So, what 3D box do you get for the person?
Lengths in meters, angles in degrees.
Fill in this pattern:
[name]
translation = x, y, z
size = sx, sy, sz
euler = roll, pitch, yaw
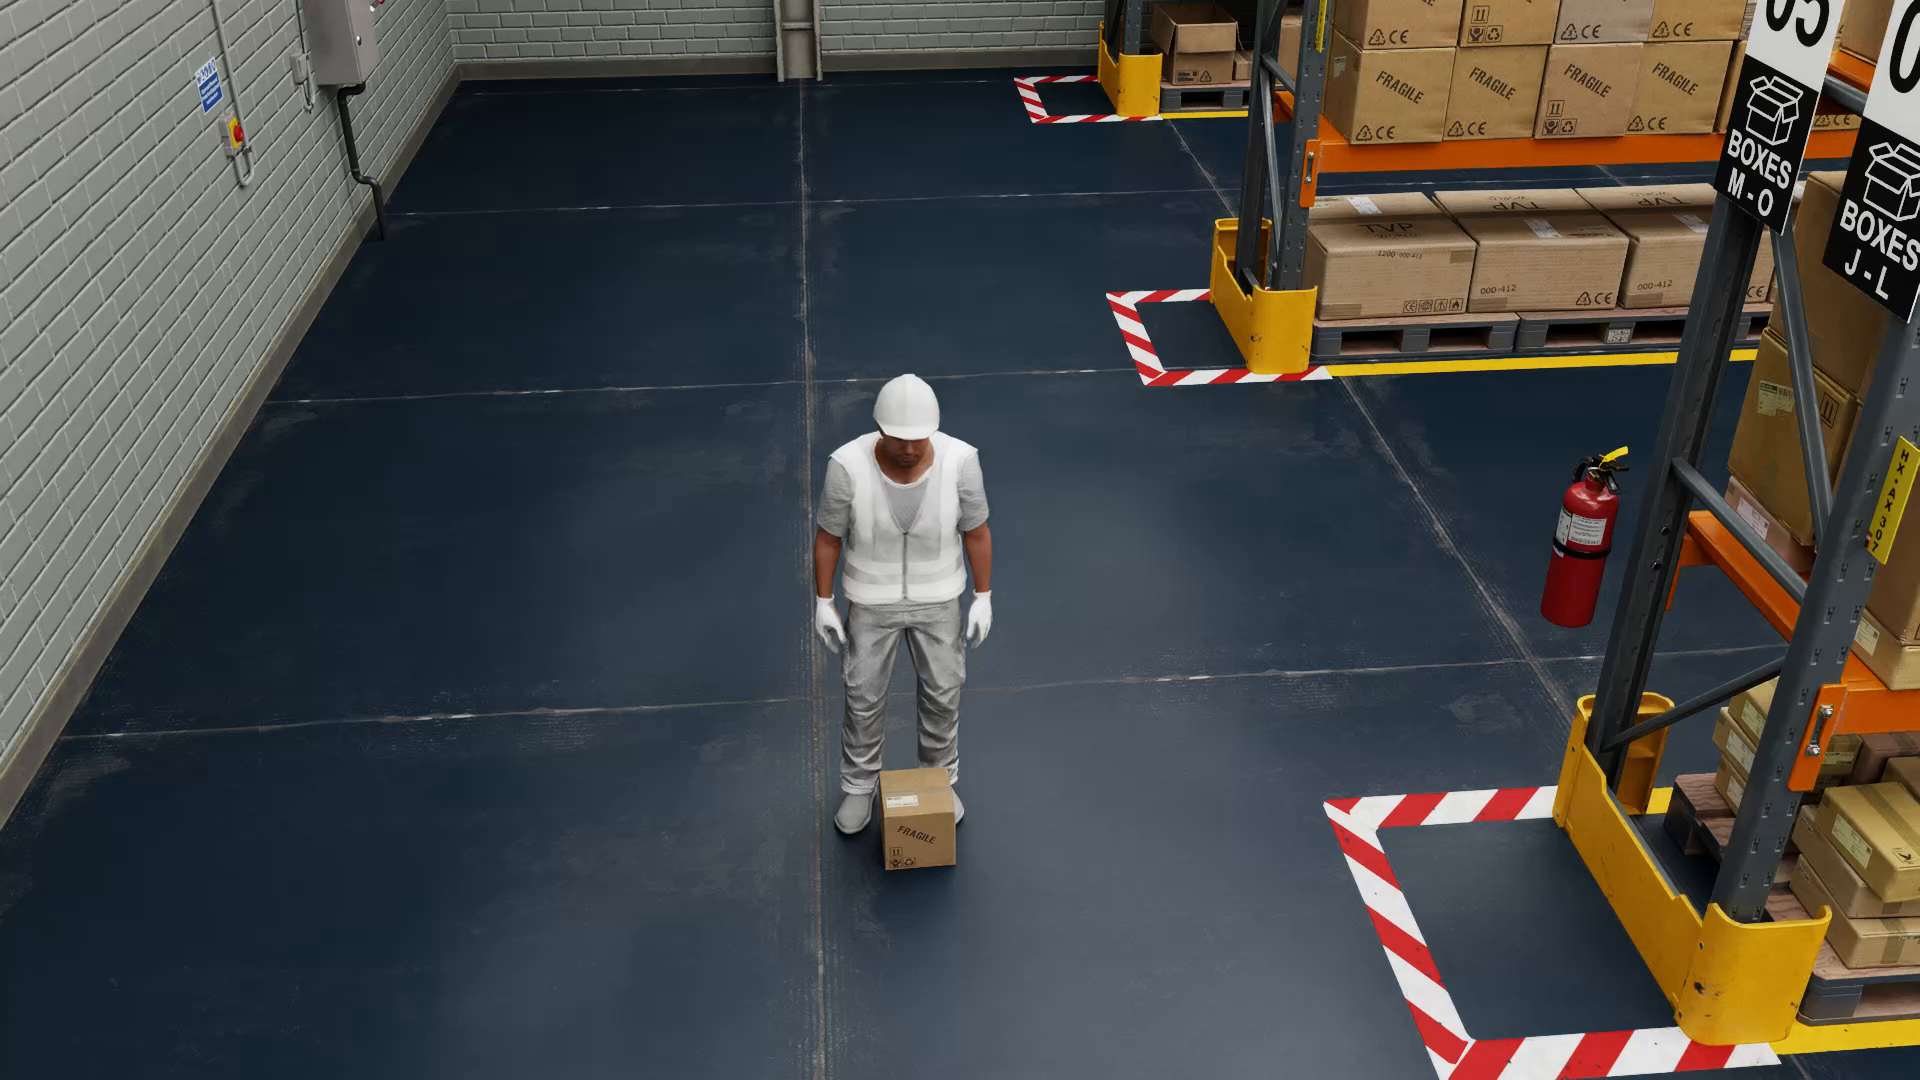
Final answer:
[person]
translation = -0.196, 0.221, 5.750
size = 0.619, 1.774, 0.446
euler = -3, 31, -4
